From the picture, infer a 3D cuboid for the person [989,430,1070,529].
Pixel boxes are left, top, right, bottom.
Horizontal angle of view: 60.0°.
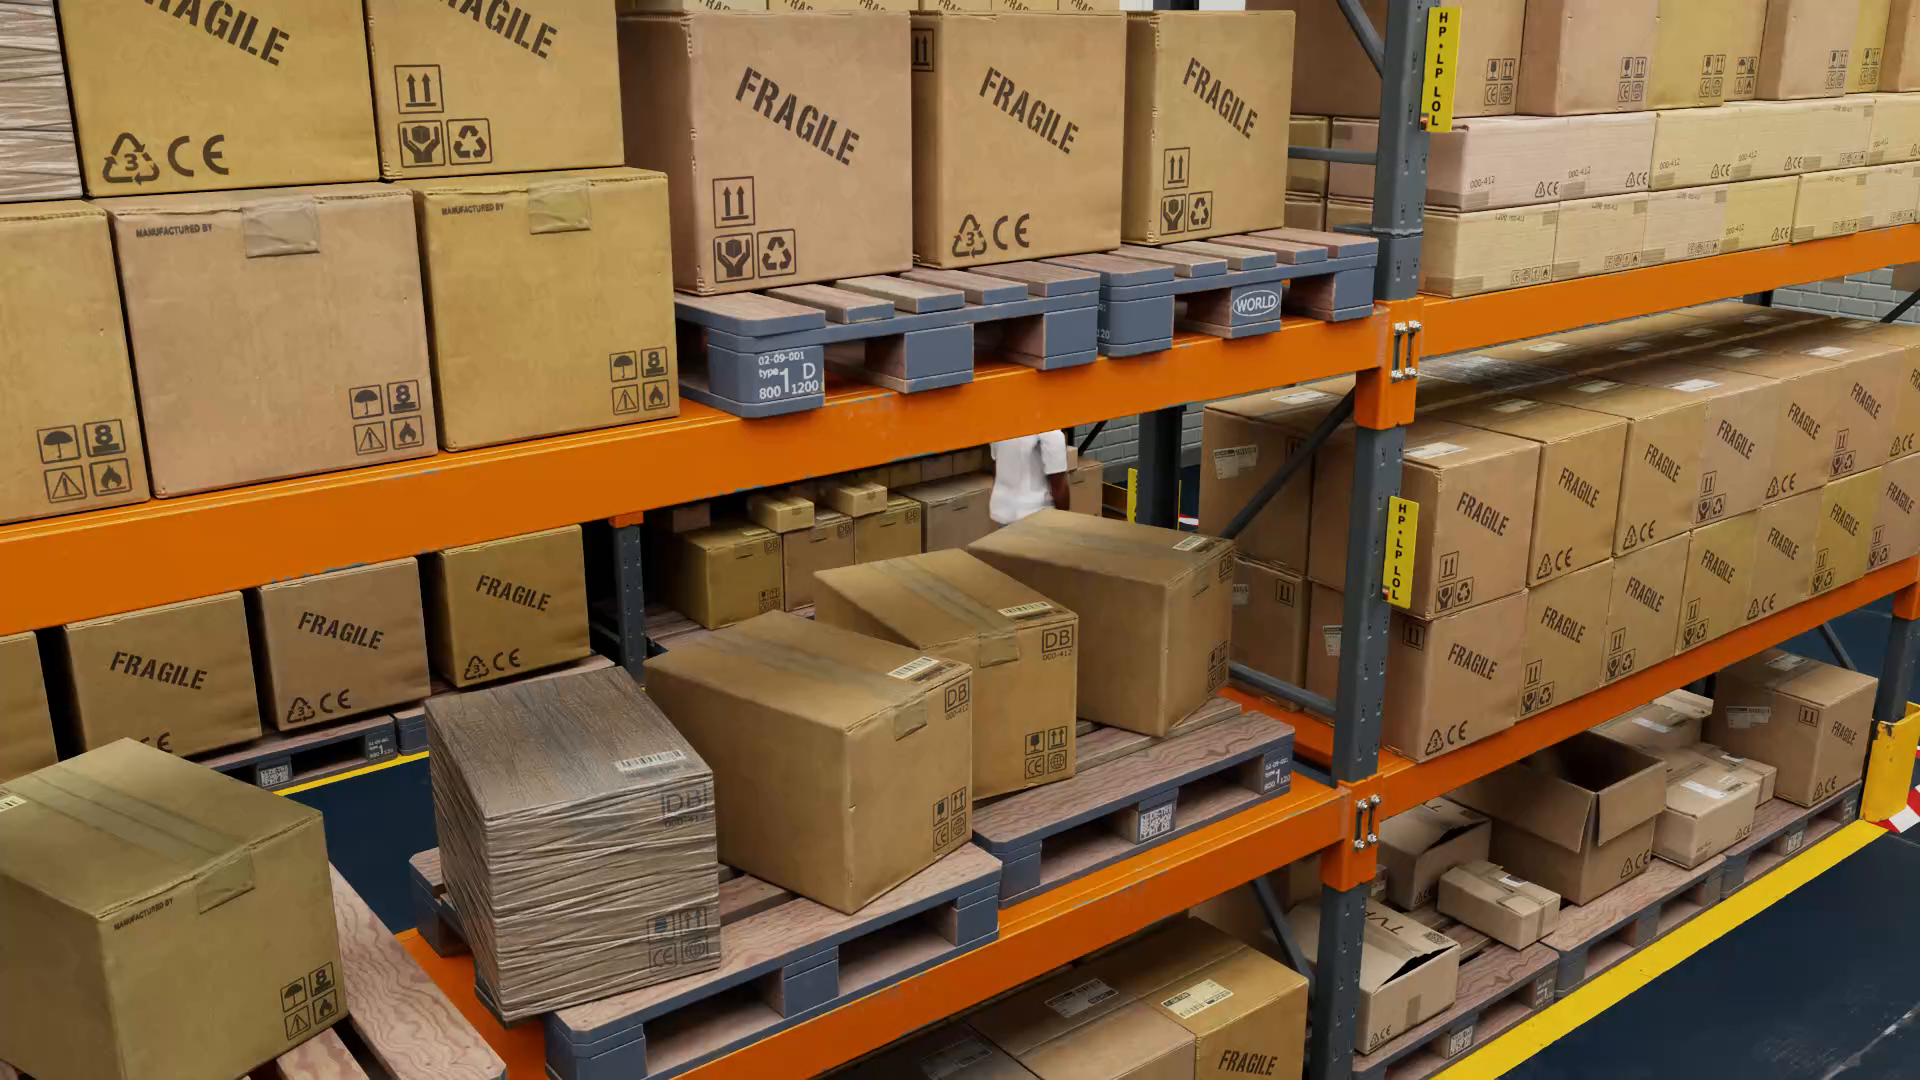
[{"bbox_3d":[0.413,-0.147,9.580,0.472,1.708,0.595,-13,22,-36],"label":"person"}]
